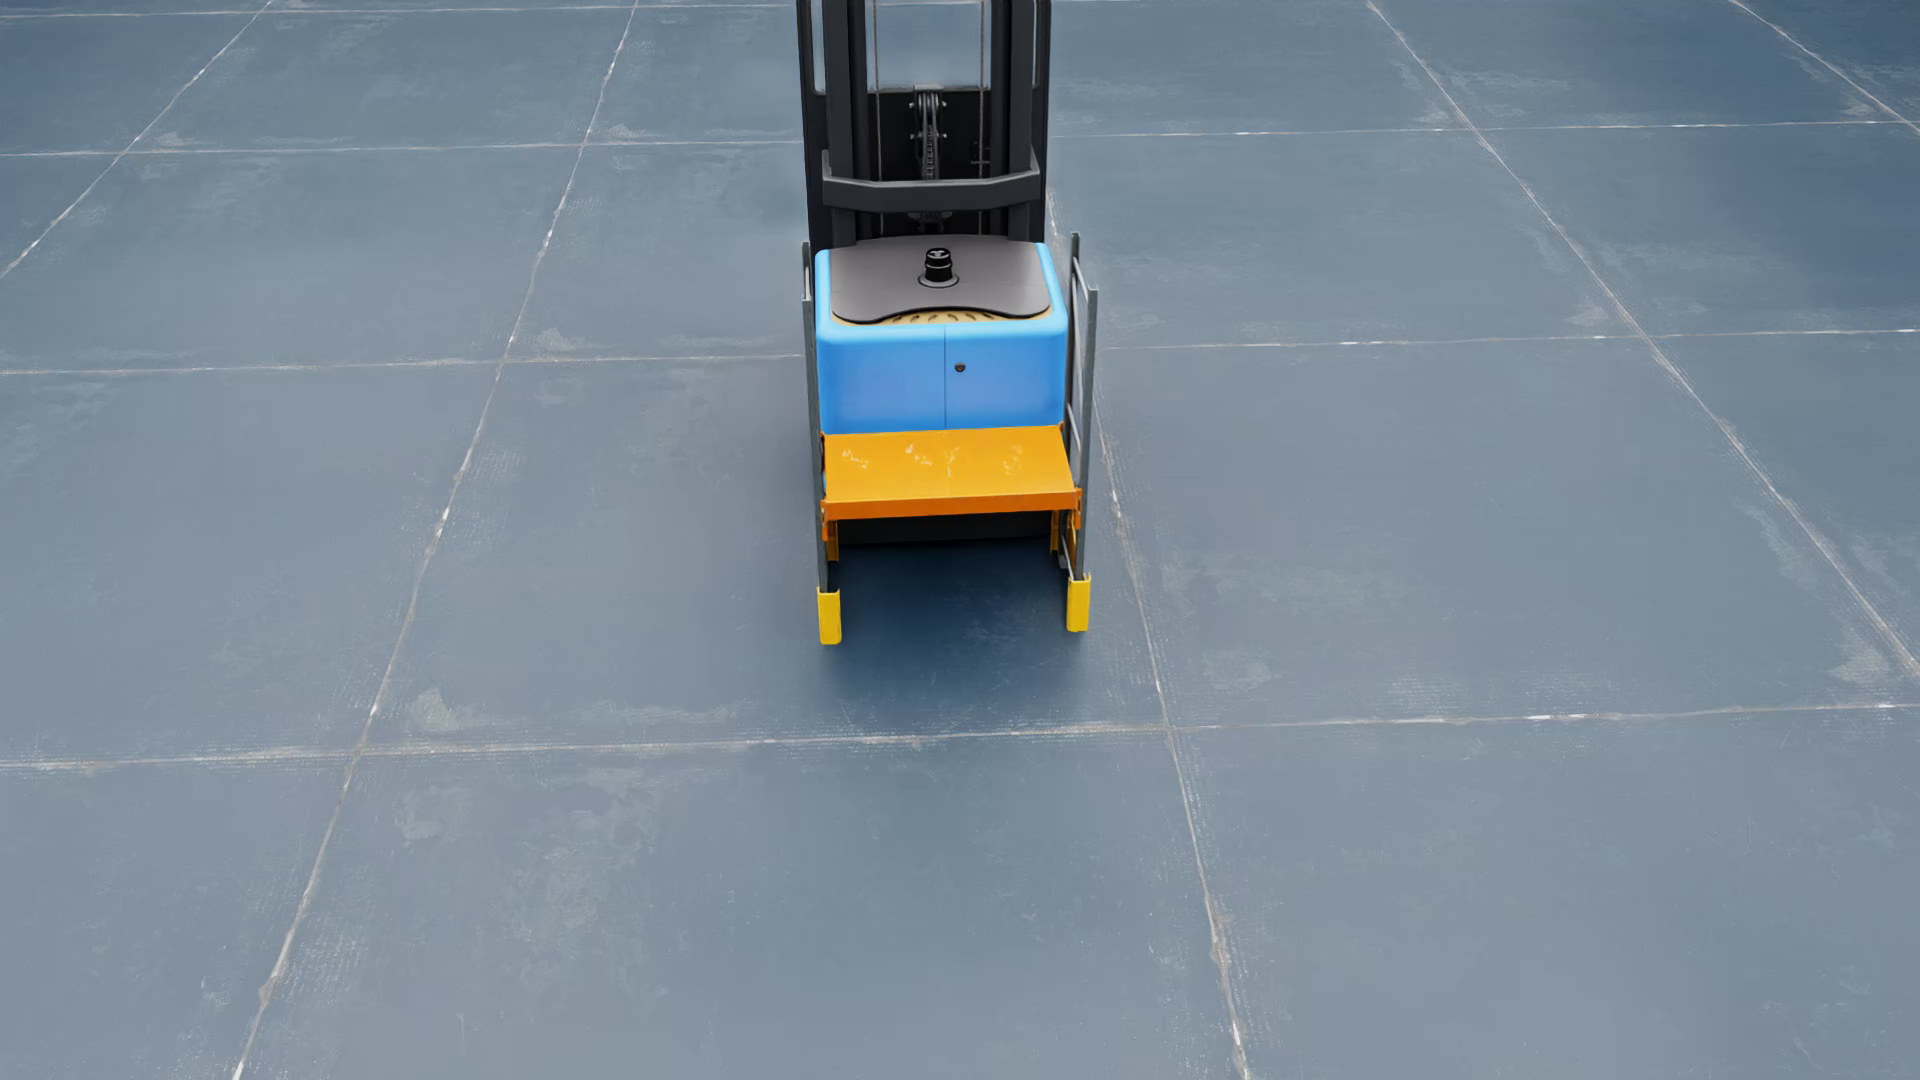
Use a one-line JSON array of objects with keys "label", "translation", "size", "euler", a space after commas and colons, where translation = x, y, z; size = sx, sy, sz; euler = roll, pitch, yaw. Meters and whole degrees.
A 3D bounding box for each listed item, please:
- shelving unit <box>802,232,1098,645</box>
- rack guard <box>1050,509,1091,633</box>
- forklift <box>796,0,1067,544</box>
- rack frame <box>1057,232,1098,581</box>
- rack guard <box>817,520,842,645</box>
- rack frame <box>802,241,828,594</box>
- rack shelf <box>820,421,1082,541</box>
[{"label": "shelving unit", "translation": [-0.042, -0.388, 6.492], "size": [1.083, 1.500, 0.587], "euler": [-3, 35, -4]}, {"label": "rack guard", "translation": [0.454, 0.103, 6.881], "size": [0.087, 0.250, 0.587], "euler": [-3, 35, -4]}, {"label": "forklift", "translation": [-0.173, -2.004, 7.570], "size": [1.130, 2.935, 3.031], "euler": [-3, 35, -4]}, {"label": "rack frame", "translation": [0.455, -0.411, 6.525], "size": [0.032, 1.500, 0.500], "euler": [-3, 35, -4]}, {"label": "rack guard", "translation": [-0.539, 0.149, 6.814], "size": [0.087, 0.250, 0.587], "euler": [-3, 35, -4]}, {"label": "rack frame", "translation": [-0.558, -0.364, 6.457], "size": [0.032, 1.500, 0.500], "euler": [-3, 35, -4]}, {"label": "rack shelf", "translation": [-0.051, -0.239, 6.594], "size": [1.000, 0.185, 0.538], "euler": [-3, 35, -4]}]
